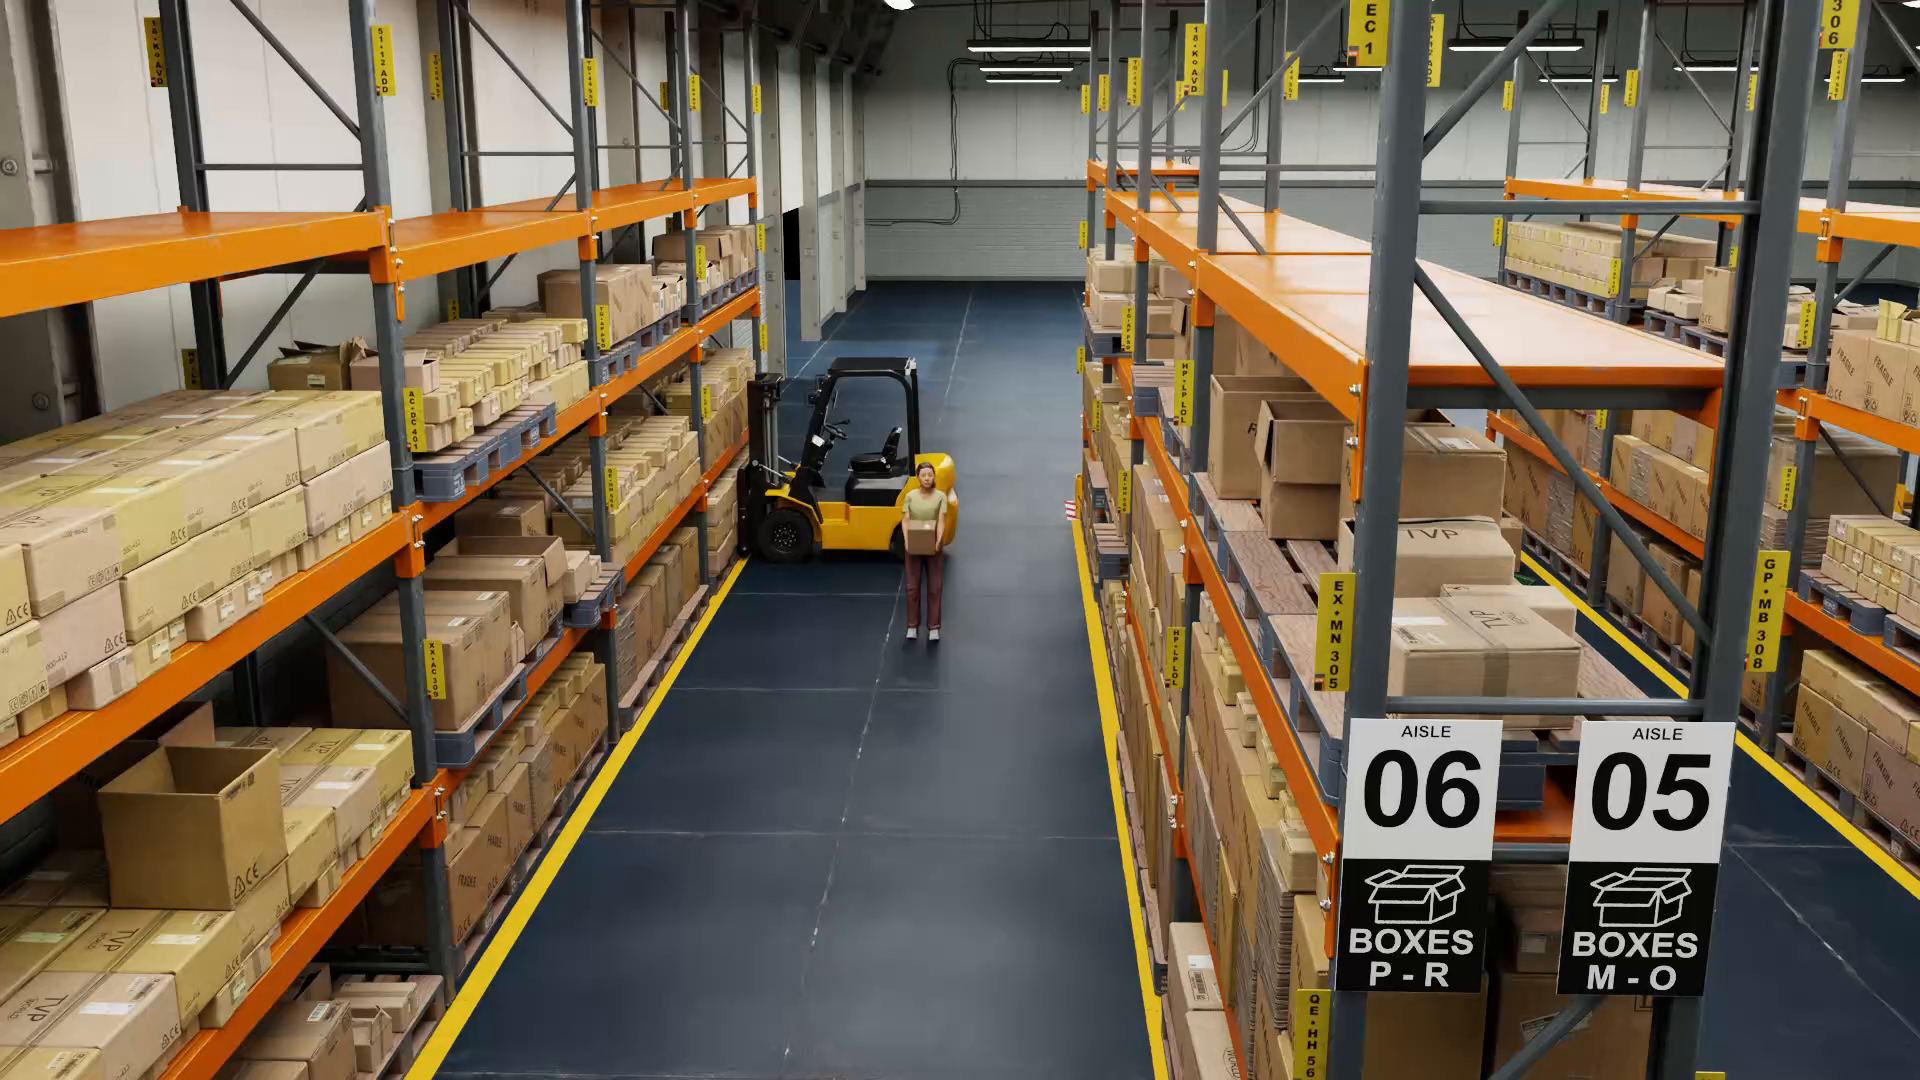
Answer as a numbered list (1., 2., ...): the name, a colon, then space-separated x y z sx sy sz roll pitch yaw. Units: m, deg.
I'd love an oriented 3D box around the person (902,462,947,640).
1. person: -0.333 0.108 15.594 0.425 1.662 0.554 1 14 3
